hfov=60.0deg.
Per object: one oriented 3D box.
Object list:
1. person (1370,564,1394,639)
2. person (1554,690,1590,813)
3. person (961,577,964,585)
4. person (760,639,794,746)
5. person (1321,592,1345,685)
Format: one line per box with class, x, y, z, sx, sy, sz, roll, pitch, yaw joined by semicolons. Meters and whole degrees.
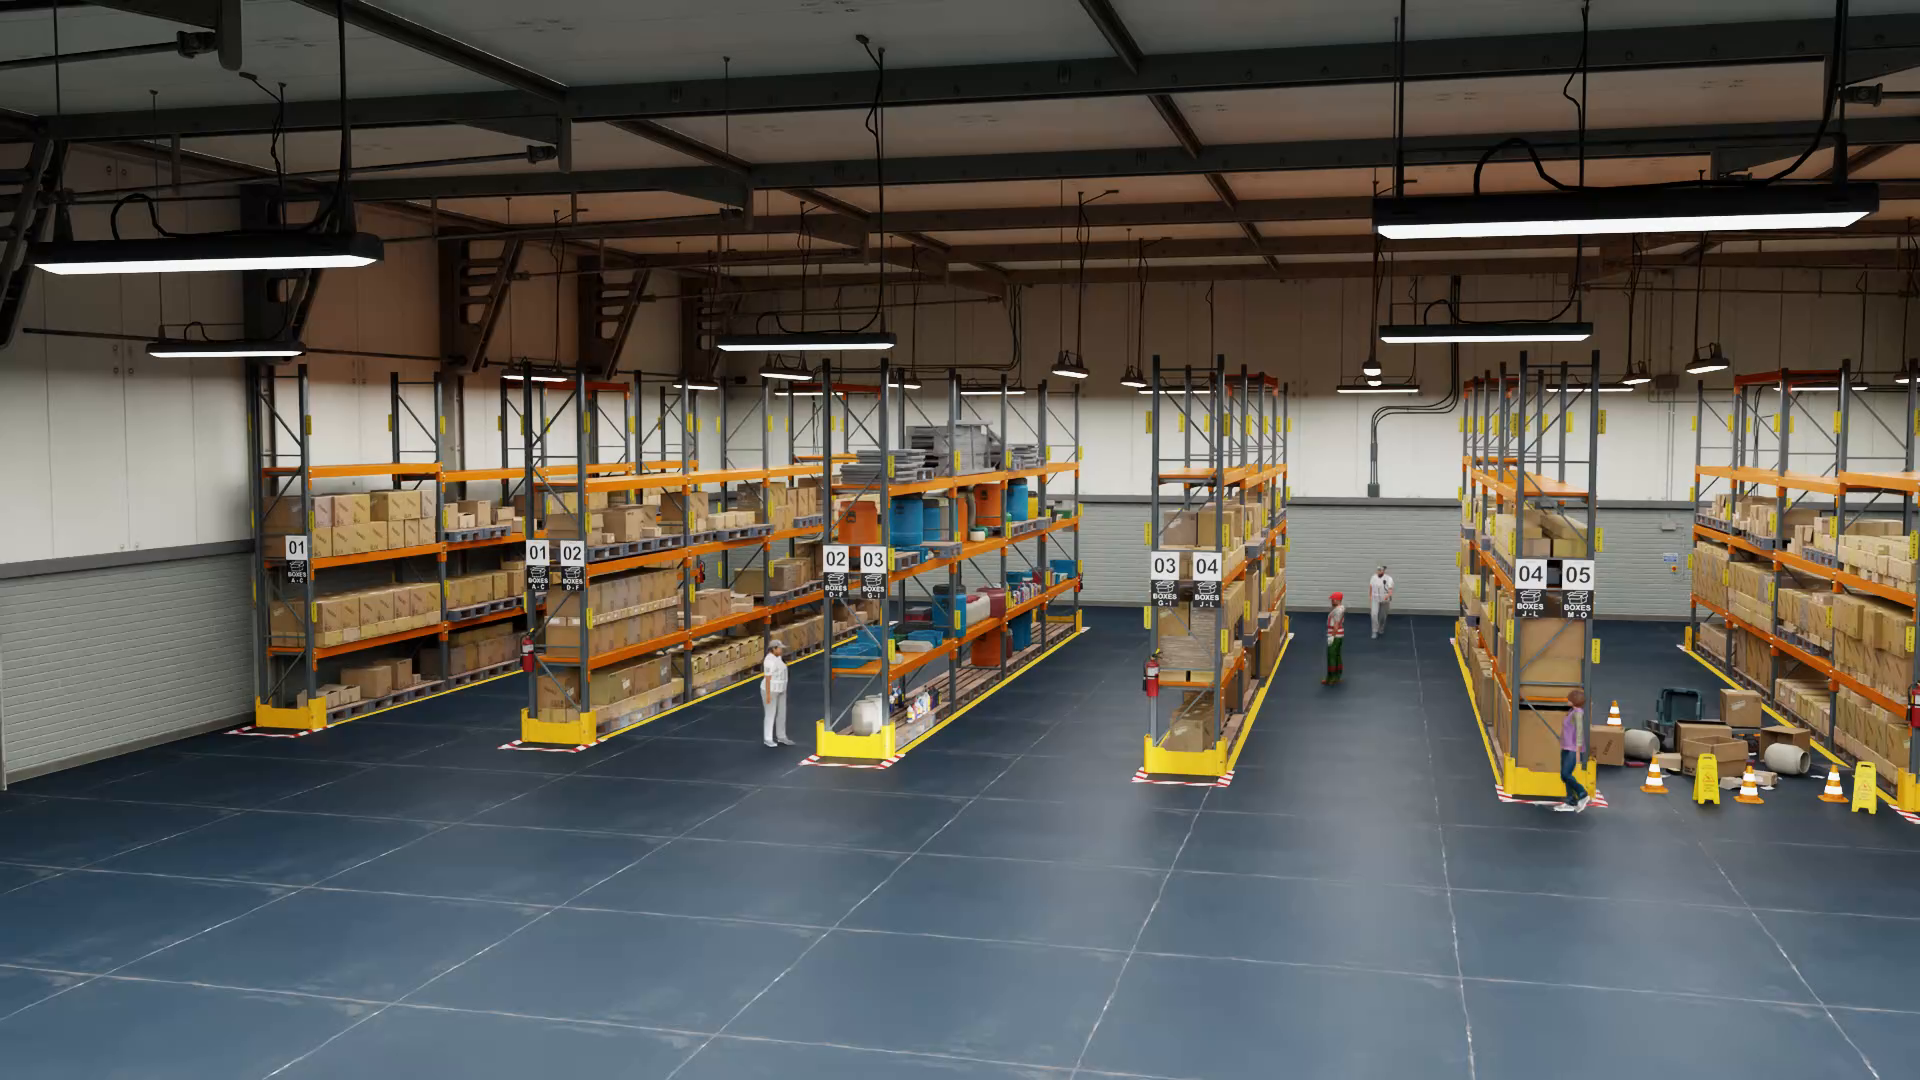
person;9.990;1.436;39.414;0.561;1.762;0.995;1;4;14
person;7.883;2.717;21.395;0.419;1.594;0.450;-1;4;-9
person;-0.061;1.523;38.514;0.399;1.650;0.524;-1;4;-16
person;-2.881;2.383;25.970;0.448;1.682;0.498;2;4;22
person;7.222;1.893;32.163;0.446;1.793;0.597;2;4;27
